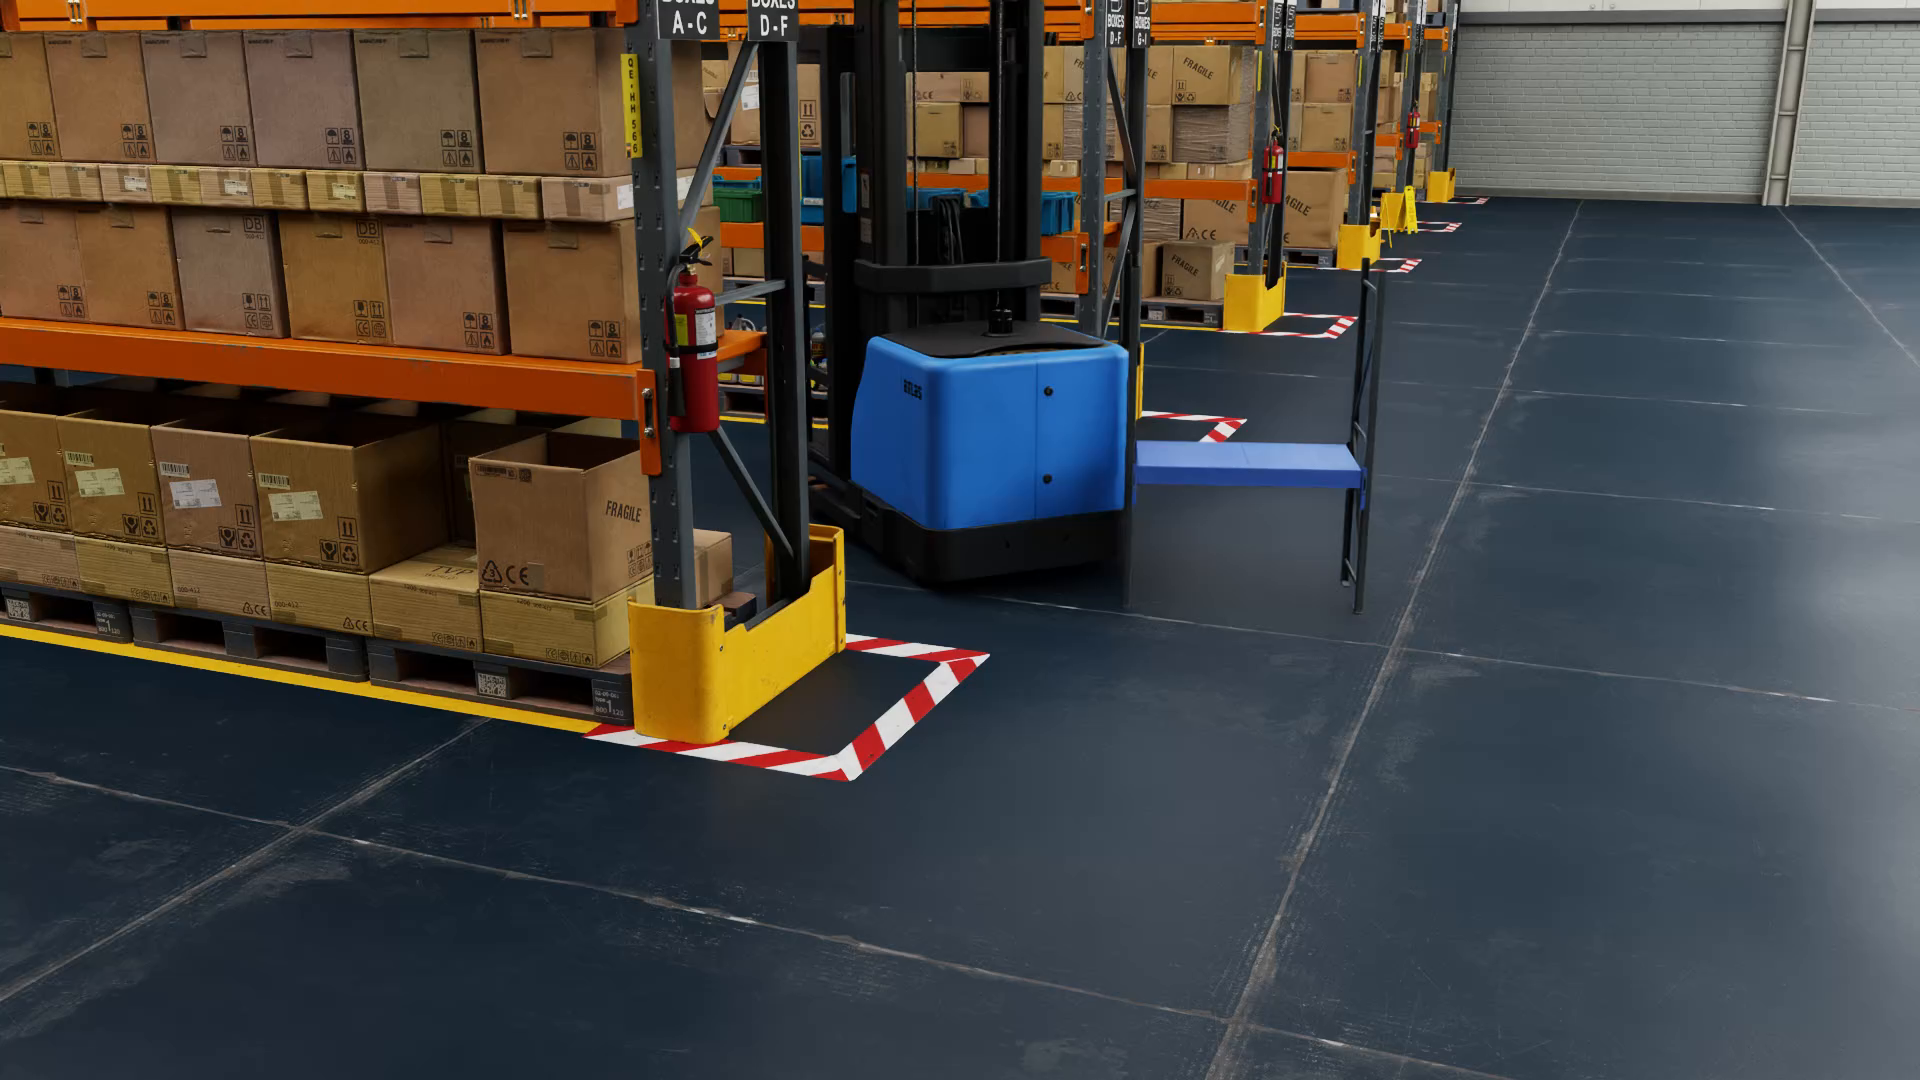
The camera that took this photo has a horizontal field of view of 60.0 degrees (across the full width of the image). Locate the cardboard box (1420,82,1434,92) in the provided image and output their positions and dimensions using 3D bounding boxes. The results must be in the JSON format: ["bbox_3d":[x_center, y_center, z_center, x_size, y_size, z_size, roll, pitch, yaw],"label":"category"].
[{"bbox_3d":[7.816,-7.626,27.976,0.250,0.149,0.380,7,17,21],"label":"cardboard box"}]

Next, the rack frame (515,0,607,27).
[{"bbox_3d":[-2.751,-2.571,11.904,0.127,3.000,1.000,6,17,21],"label":"rack frame"}]

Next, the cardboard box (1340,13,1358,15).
[{"bbox_3d":[5.511,-7.353,23.447,0.250,0.149,0.380,7,18,22],"label":"cardboard box"}]

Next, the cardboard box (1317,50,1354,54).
[{"bbox_3d":[5.400,-6.737,23.748,0.500,0.500,0.700,6,17,21],"label":"cardboard box"}]

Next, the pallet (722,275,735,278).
[{"bbox_3d":[-2.797,-2.720,17.419,1.213,0.211,1.003,6,17,21],"label":"pallet"}]

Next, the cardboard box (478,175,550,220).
[{"bbox_3d":[-1.520,-1.253,6.021,0.250,0.149,0.380,7,18,22],"label":"cardboard box"}]

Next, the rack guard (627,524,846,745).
[{"bbox_3d":[-0.829,0.326,6.410,0.348,0.500,1.175,6,17,21],"label":"rack guard"}]

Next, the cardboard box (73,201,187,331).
[{"bbox_3d":[-3.199,-1.186,6.955,0.500,0.500,0.700,7,17,21],"label":"cardboard box"}]

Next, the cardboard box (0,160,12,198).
[{"bbox_3d":[-3.919,-1.517,6.930,0.250,0.149,0.380,6,17,19],"label":"cardboard box"}]

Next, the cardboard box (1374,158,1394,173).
[{"bbox_3d":[7.211,-6.448,28.542,0.500,0.250,0.500,6,17,20],"label":"cardboard box"}]

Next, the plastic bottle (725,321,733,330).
[{"bbox_3d":[-1.701,-1.461,12.164,0.133,0.283,0.061,8,18,24],"label":"plastic bottle"}]

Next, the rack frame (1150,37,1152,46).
[{"bbox_3d":[2.702,-6.425,25.182,0.127,3.000,1.000,6,17,21],"label":"rack frame"}]

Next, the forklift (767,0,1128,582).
[{"bbox_3d":[-0.261,-1.585,8.631,1.130,2.935,3.031,-7,18,-23],"label":"forklift"}]

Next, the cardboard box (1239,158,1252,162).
[{"bbox_3d":[2.610,-3.416,15.267,0.250,0.149,0.380,6,17,21],"label":"cardboard box"}]

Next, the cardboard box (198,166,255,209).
[{"bbox_3d":[-2.720,-1.385,6.475,0.250,0.149,0.380,6,17,20],"label":"cardboard box"}]

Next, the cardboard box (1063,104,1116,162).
[{"bbox_3d":[1.327,-3.783,15.366,0.500,0.500,0.875,6,17,21],"label":"cardboard box"}]

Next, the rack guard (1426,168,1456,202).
[{"bbox_3d":[8.264,-6.101,28.548,0.348,0.500,1.175,6,17,21],"label":"rack guard"}]

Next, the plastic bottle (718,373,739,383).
[{"bbox_3d":[-1.581,-1.257,11.340,0.185,0.351,0.144,6,17,20],"label":"plastic bottle"}]

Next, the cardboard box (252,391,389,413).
[{"bbox_3d":[-2.663,-0.385,7.209,0.500,0.500,0.500,6,17,21],"label":"cardboard box"}]

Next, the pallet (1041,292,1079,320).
[{"bbox_3d":[0.843,-2.332,16.084,1.213,0.211,1.003,6,17,21],"label":"pallet"}]

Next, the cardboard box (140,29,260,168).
[{"bbox_3d":[-2.756,-1.760,6.604,0.500,0.500,0.700,6,17,21],"label":"cardboard box"}]

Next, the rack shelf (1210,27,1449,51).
[{"bbox_3d":[6.381,-8.604,28.595,4.000,0.370,1.077,6,17,21],"label":"rack shelf"}]

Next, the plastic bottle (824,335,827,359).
[{"bbox_3d":[-0.921,-1.364,11.851,0.097,0.271,0.097,0,16,0],"label":"plastic bottle"}]

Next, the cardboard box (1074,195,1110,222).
[{"bbox_3d":[1.540,-4.230,20.678,0.875,0.875,0.875,7,17,21],"label":"cardboard box"}]

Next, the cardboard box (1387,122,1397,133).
[{"bbox_3d":[6.183,-5.984,24.112,0.250,0.149,0.380,6,17,21],"label":"cardboard box"}]

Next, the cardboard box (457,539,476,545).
[{"bbox_3d":[-1.735,0.079,6.956,0.500,0.250,0.500,6,17,21],"label":"cardboard box"}]

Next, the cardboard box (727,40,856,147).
[{"bbox_3d":[-1.622,-4.463,16.591,1.000,1.000,1.000,6,17,21],"label":"cardboard box"}]

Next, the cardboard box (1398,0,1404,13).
[{"bbox_3d":[6.053,-7.648,23.749,0.500,0.250,0.500,6,17,20],"label":"cardboard box"}]

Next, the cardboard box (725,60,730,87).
[{"bbox_3d":[-3.487,-7.556,27.102,0.500,0.500,0.500,6,17,19],"label":"cardboard box"}]

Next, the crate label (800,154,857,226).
[{"bbox_3d":[-0.842,-2.297,10.896,0.616,0.435,0.502,6,17,21],"label":"crate label"}]

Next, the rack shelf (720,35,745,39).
[{"bbox_3d":[-2.879,-8.134,26.978,4.000,0.370,1.077,6,17,21],"label":"rack shelf"}]

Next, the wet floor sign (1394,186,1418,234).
[{"bbox_3d":[6.208,-4.589,23.078,0.232,0.644,0.267,14,21,40],"label":"wet floor sign"}]

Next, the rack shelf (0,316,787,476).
[{"bbox_3d":[-2.712,-0.736,6.875,4.000,0.370,1.077,6,17,21],"label":"rack shelf"}]

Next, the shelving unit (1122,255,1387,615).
[{"bbox_3d":[1.266,-0.474,7.372,1.048,1.500,0.538,1,16,5],"label":"shelving unit"}]

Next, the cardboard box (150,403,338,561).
[{"bbox_3d":[-2.859,-0.246,6.730,0.500,0.500,0.500,6,17,21],"label":"cardboard box"}]

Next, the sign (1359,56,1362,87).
[{"bbox_3d":[4.489,-5.253,18.640,0.005,0.325,0.100,6,17,21],"label":"sign"}]

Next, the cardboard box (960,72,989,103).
[{"bbox_3d":[0.322,-4.312,15.397,0.500,0.500,0.500,6,17,21],"label":"cardboard box"}]

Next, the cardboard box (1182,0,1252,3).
[{"bbox_3d":[2.245,-4.798,14.465,0.500,0.250,0.500,7,17,22],"label":"cardboard box"}]

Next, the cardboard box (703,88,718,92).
[{"bbox_3d":[-3.365,-5.839,21.790,0.250,0.149,0.380,6,17,18],"label":"cardboard box"}]

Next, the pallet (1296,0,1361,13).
[{"bbox_3d":[4.007,-6.193,19.161,1.213,0.211,1.003,6,17,21],"label":"pallet"}]

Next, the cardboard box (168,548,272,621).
[{"bbox_3d":[-2.858,0.113,6.838,0.500,0.250,0.500,6,17,21],"label":"cardboard box"}]

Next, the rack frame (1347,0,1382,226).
[{"bbox_3d":[4.701,-4.722,19.315,0.127,3.000,1.000,6,17,21],"label":"rack frame"}]

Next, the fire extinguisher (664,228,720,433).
[{"bbox_3d":[-0.912,-0.708,5.625,0.183,0.674,0.296,6,17,21],"label":"fire extinguisher"}]

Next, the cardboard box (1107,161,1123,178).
[{"bbox_3d":[1.518,-3.405,15.228,0.250,0.149,0.380,6,17,21],"label":"cardboard box"}]

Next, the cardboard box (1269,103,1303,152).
[{"bbox_3d":[3.820,-4.871,19.558,0.550,0.550,0.875,6,17,21],"label":"cardboard box"}]

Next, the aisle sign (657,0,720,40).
[{"bbox_3d":[-0.898,-2.043,5.422,0.004,0.787,0.394,6,17,21],"label":"aisle sign"}]

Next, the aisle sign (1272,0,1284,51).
[{"bbox_3d":[2.735,-4.610,14.267,0.004,0.787,0.394,6,17,21],"label":"aisle sign"}]

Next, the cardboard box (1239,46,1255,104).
[{"bbox_3d":[2.376,-4.244,15.161,0.500,0.500,0.500,6,17,21],"label":"cardboard box"}]

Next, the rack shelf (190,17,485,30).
[{"bbox_3d":[-6.515,-5.564,18.125,4.000,0.370,1.077,6,17,21],"label":"rack shelf"}]

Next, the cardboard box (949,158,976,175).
[{"bbox_3d":[0.080,-3.528,15.652,0.250,0.149,0.380,6,17,21],"label":"cardboard box"}]

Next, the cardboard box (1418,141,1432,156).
[{"bbox_3d":[7.863,-6.764,28.732,0.500,0.250,0.500,6,17,20],"label":"cardboard box"}]

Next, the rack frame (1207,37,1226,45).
[{"bbox_3d":[4.520,-7.713,29.618,0.127,3.000,1.000,6,17,21],"label":"rack frame"}]
